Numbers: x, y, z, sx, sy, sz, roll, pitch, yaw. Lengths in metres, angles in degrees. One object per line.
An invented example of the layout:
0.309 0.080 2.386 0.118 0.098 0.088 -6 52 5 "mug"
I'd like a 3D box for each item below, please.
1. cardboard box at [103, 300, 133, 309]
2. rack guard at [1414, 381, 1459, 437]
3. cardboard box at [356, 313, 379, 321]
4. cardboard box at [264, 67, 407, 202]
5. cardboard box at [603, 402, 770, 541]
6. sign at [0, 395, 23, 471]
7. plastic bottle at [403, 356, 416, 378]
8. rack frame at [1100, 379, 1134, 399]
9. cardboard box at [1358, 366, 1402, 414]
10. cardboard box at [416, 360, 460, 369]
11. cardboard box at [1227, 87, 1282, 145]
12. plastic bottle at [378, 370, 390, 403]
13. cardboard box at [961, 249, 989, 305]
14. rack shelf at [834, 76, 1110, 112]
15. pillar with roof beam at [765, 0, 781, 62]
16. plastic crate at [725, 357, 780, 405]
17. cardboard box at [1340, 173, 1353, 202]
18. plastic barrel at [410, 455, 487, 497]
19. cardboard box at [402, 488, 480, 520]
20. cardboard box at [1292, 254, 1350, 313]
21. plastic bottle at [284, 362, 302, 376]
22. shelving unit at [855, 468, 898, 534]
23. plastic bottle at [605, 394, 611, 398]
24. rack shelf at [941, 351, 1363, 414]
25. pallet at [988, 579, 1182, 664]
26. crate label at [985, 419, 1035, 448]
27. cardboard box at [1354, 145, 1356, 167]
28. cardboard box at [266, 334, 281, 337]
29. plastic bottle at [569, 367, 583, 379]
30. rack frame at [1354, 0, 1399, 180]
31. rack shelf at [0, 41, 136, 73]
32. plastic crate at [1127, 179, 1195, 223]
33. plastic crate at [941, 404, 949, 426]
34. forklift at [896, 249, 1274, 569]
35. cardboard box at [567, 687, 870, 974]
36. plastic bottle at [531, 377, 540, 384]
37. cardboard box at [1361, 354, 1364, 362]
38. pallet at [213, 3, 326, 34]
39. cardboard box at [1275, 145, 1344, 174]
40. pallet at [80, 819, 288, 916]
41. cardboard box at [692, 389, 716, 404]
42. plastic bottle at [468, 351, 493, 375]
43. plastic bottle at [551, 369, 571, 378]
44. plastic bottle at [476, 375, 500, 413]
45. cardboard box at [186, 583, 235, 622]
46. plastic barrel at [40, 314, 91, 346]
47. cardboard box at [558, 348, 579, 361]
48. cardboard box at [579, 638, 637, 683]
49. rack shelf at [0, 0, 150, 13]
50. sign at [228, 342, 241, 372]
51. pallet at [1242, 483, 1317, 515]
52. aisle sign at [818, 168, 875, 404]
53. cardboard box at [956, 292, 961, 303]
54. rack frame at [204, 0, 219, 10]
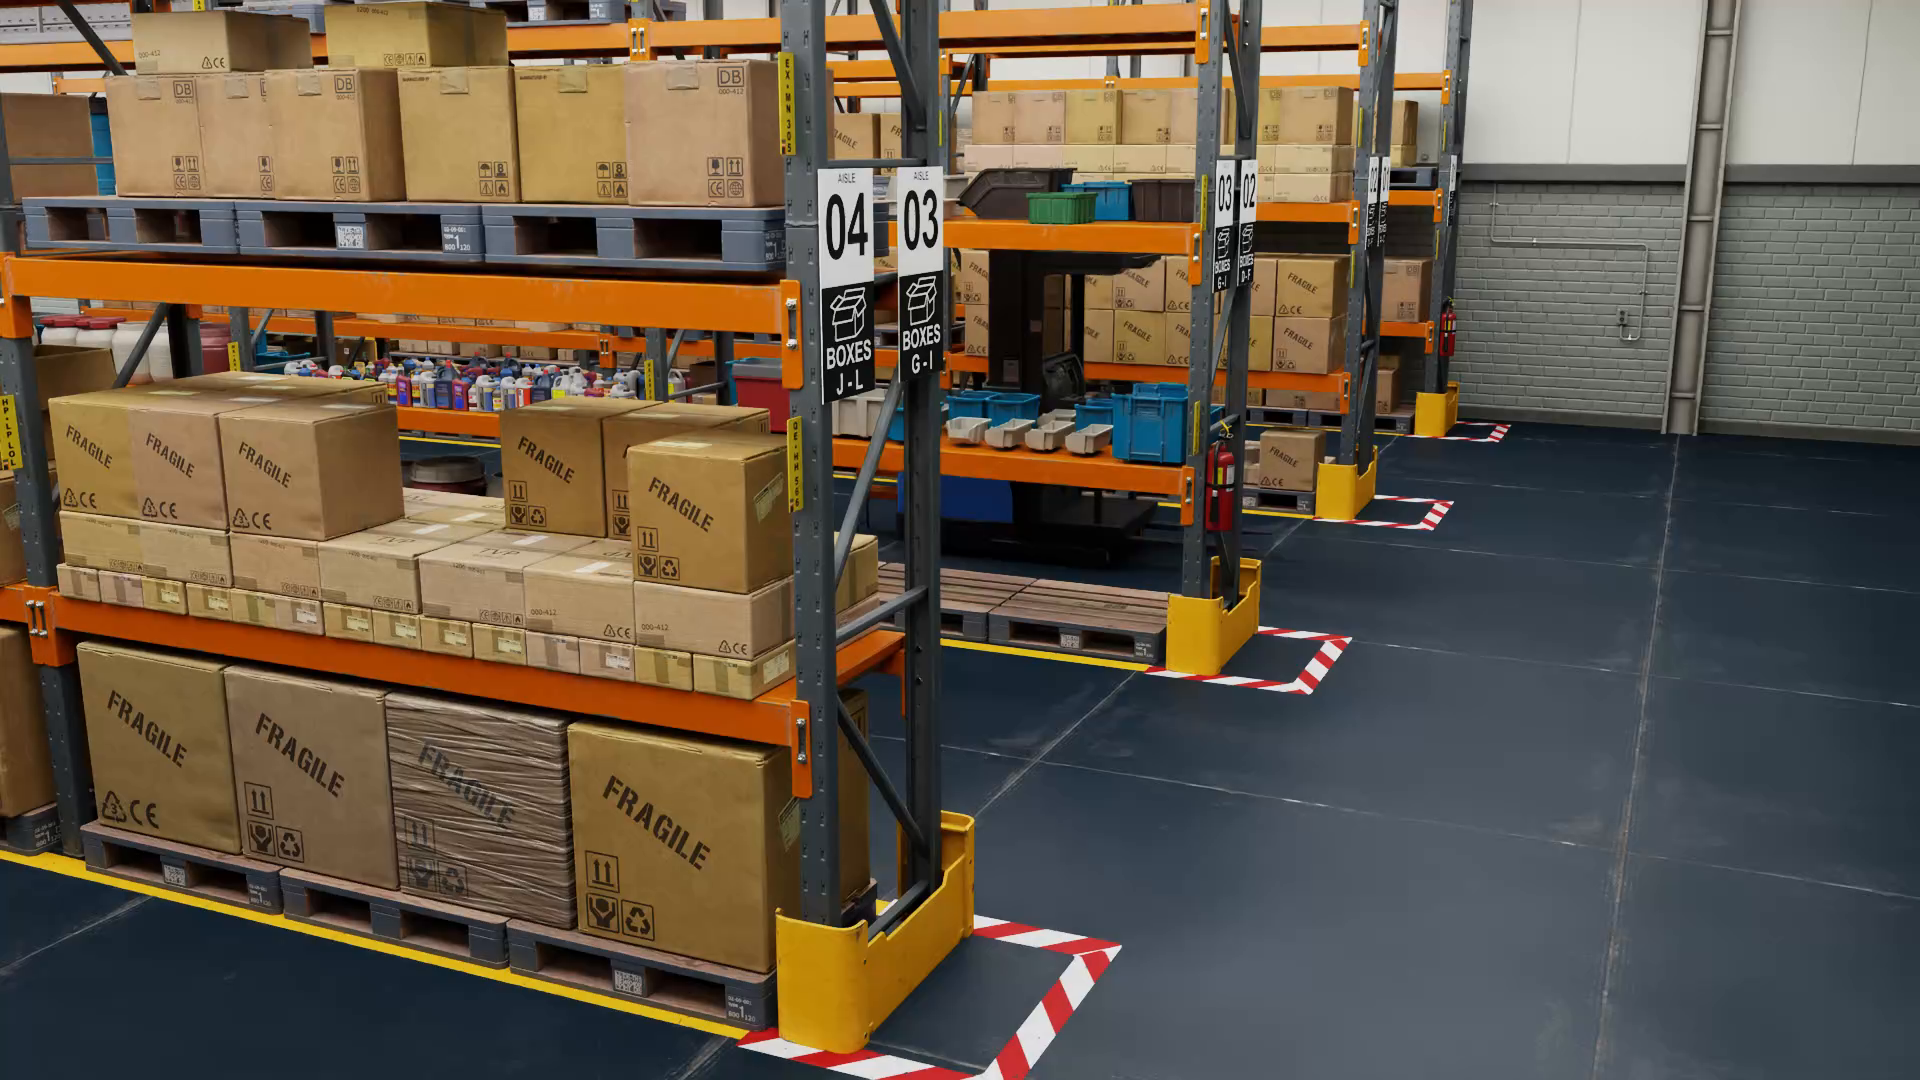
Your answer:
-10.526 -3.245 21.301 0.500 0.500 0.700 6 14 23 "cardboard box"
5.706 -1.578 19.886 0.348 0.500 1.175 6 14 23 "rack guard"
-6.823 -2.763 19.792 0.500 0.250 0.500 7 15 27 "cardboard box"
-2.342 -1.637 6.742 0.500 0.500 0.700 6 15 26 "cardboard box"
-1.122 -0.277 6.907 0.500 0.500 0.500 5 14 22 "cardboard box"
-4.203 -0.474 7.350 0.005 0.325 0.100 6 14 23 "sign"
-4.613 -1.403 13.951 0.097 0.271 0.097 0 13 0 "plastic bottle"
2.027 -3.167 21.187 0.127 3.000 1.000 6 14 23 "rack frame"
5.003 -1.829 20.034 0.500 0.500 0.700 6 14 23 "cardboard box"
-6.326 -1.987 20.029 0.500 0.311 0.500 6 15 25 "cardboard box"
2.782 -3.866 15.191 0.500 0.500 0.700 6 14 23 "cardboard box"
-4.528 -1.205 13.106 0.097 0.271 0.097 0 13 0 "plastic bottle"
0.341 -2.565 16.214 0.500 0.500 0.500 6 15 25 "cardboard box"
0.198 -5.728 21.418 4.000 0.370 1.077 6 14 23 "rack shelf"
-4.212 -5.860 19.529 0.400 9.000 9.100 6 14 23 "pillar with roof beam"
-1.421 -1.148 12.483 0.575 0.384 0.392 6 14 23 "plastic crate"
3.314 -3.250 15.302 0.500 0.250 0.500 6 14 23 "cardboard box"
-4.156 -0.352 13.550 0.708 0.588 0.600 6 14 23 "plastic barrel"
-2.541 -0.055 7.599 0.500 0.250 0.500 6 15 24 "cardboard box"
3.382 -2.394 15.483 0.500 0.500 0.500 6 15 25 "cardboard box"
-5.378 -1.300 13.501 0.135 0.276 0.152 6 14 23 "plastic bottle"
-0.625 -0.638 14.347 0.503 1.200 0.258 5 14 21 "shelving unit"
-2.594 -0.975 12.280 0.097 0.201 0.097 0 13 0 "plastic bottle"
1.852 -1.597 16.069 4.000 0.370 1.077 6 14 23 "rack shelf"
0.933 0.545 11.469 1.213 0.211 1.003 6 14 23 "pallet"
0.329 -0.717 11.190 0.243 0.136 0.396 6 14 23 "crate label"
4.431 -4.498 19.481 0.500 0.250 0.500 5 14 21 "cardboard box"
-8.960 -2.350 21.162 0.500 0.500 0.500 6 14 23 "cardboard box"
-3.101 -1.246 13.269 0.135 0.276 0.152 6 14 23 "plastic bottle"
3.681 -4.683 14.513 0.127 3.000 1.000 6 14 23 "rack frame"
-7.472 -4.029 14.177 4.000 0.370 1.077 6 14 23 "rack shelf"
1.432 -2.218 10.863 0.590 0.269 0.497 6 14 23 "plastic crate"
-0.272 -0.901 11.972 0.466 0.136 0.293 6 14 23 "plastic crate"
1.033 -1.333 13.519 3.031 2.935 1.130 5 14 21 "forklift"
-0.952 1.094 6.758 0.875 0.875 0.875 6 14 23 "cardboard box"
-3.239 -1.113 12.712 0.097 0.271 0.097 0 13 0 "plastic bottle"
4.812 -2.118 19.848 0.250 0.149 0.380 6 14 23 "cardboard box"
-4.996 -4.029 13.016 1.003 0.211 1.213 6 14 23 "pallet"
3.108 -3.387 14.792 0.500 0.250 0.500 6 14 23 "cardboard box"
-3.329 1.381 7.909 1.213 0.211 1.003 6 14 23 "pallet"
-2.852 -1.351 17.953 0.500 0.500 0.500 5 14 21 "cardboard box"
-3.927 -1.367 13.621 0.185 0.351 0.144 6 14 23 "plastic bottle"
-3.163 -1.214 13.134 0.135 0.276 0.152 6 14 23 "plastic bottle"
-3.607 -1.121 12.738 0.135 0.276 0.152 6 14 23 "plastic bottle"
-3.134 0.228 7.266 0.250 0.149 0.380 5 14 22 "cardboard box"
-7.844 -1.702 14.646 0.433 0.535 0.433 0 13 0 "plastic barrel"
-5.789 -2.786 24.799 0.250 0.166 0.380 4 14 16 "cardboard box"
-1.262 0.417 6.460 0.250 0.149 0.380 6 14 23 "cardboard box"
-5.821 -2.624 8.191 4.000 0.370 1.077 6 14 23 "rack shelf"
-5.860 -1.432 13.435 0.005 0.325 0.100 6 14 23 "sign"
2.882 -0.485 15.861 1.213 0.211 1.003 6 14 23 "pallet"
-0.391 -0.890 5.790 0.004 0.787 0.394 6 14 23 "aisle sign"
-0.016 -3.206 21.859 0.250 0.149 0.380 6 14 24 "cardboard box"
-5.643 -4.389 13.260 0.127 3.000 1.000 6 14 23 "rack frame"
